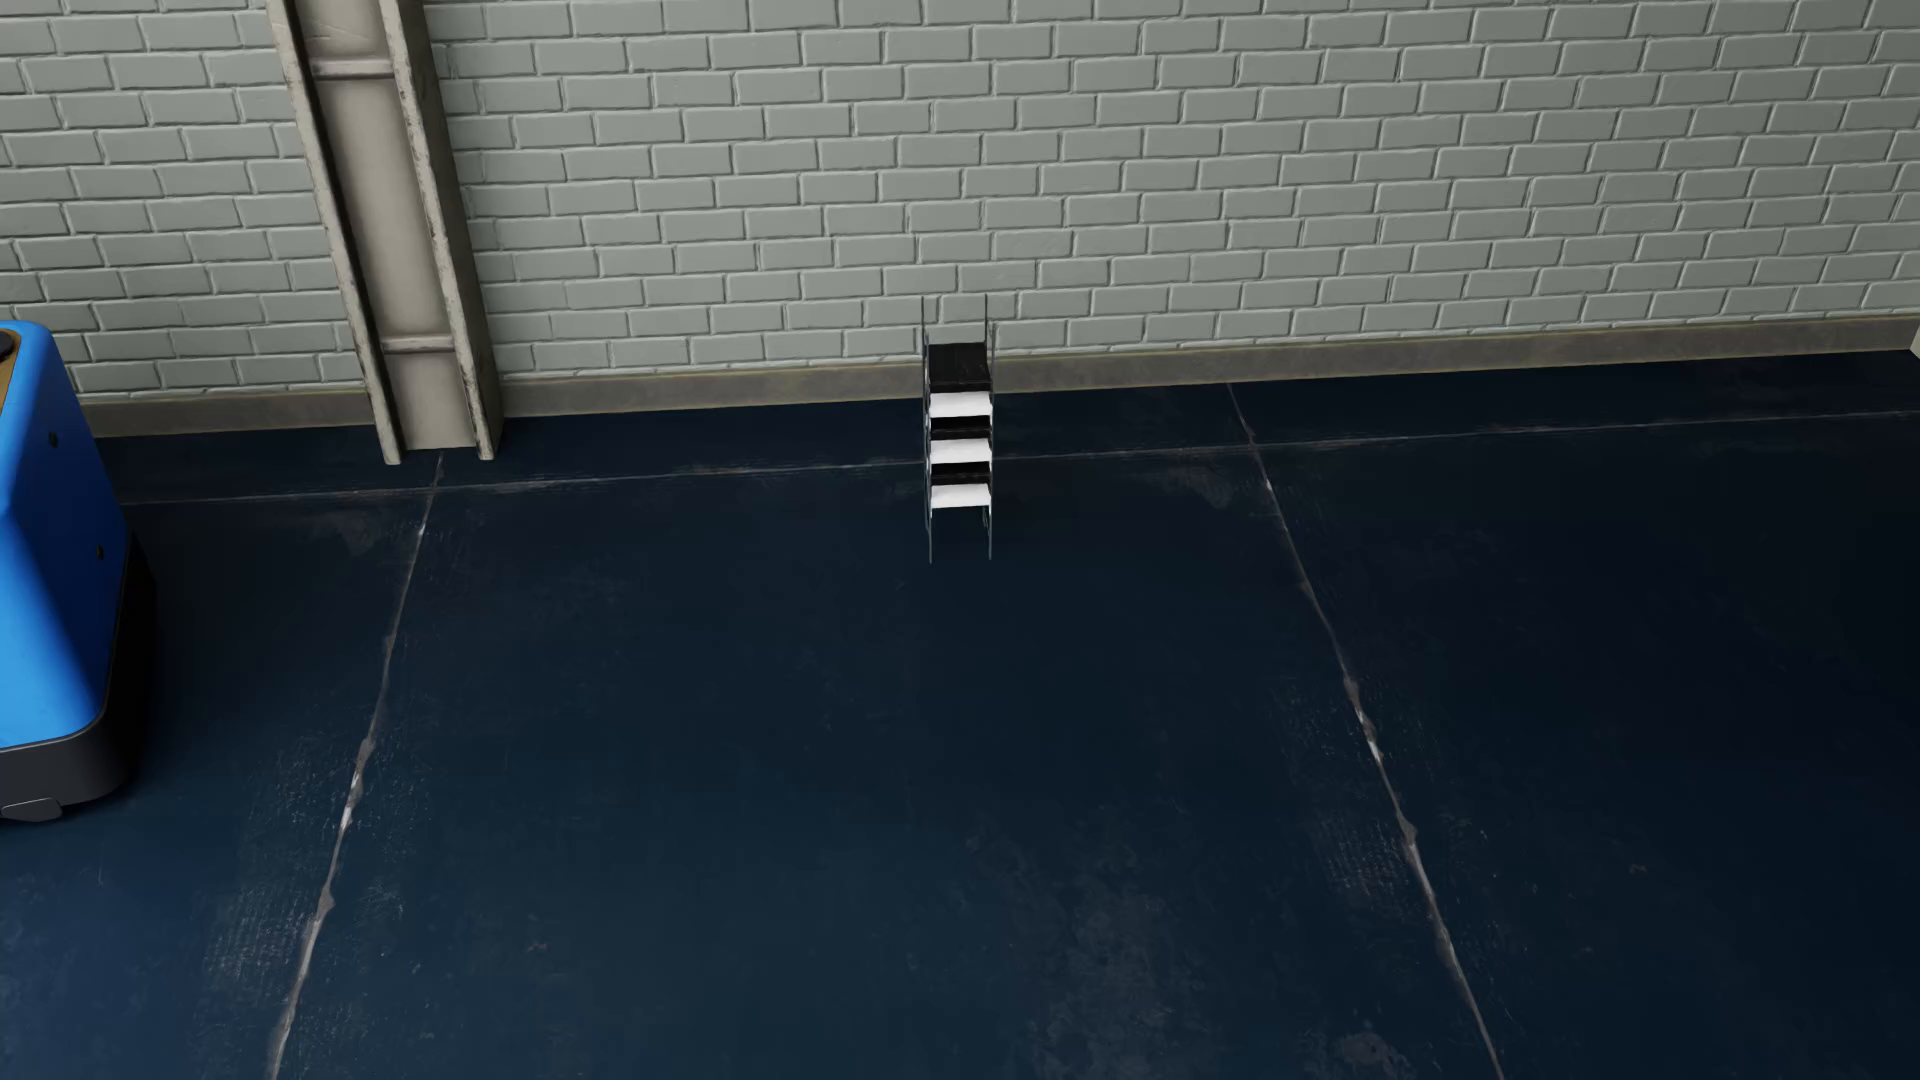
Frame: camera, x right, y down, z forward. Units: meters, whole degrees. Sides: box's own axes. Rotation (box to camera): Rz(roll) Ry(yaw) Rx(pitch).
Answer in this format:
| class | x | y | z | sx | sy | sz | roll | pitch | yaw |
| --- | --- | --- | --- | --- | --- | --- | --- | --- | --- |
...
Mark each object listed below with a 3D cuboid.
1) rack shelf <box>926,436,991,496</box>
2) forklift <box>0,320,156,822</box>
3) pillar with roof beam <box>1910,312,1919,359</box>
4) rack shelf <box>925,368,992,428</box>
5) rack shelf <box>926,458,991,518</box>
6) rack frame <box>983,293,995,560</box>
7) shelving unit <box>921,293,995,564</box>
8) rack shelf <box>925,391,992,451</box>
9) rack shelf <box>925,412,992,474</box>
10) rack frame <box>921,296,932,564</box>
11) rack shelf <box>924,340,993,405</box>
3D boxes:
| class | x | y | z | sx | sy | sz | roll | pitch | yaw |
| --- | --- | --- | --- | --- | --- | --- | --- | --- | --- |
| rack shelf | -0.008 | -0.256 | 5.547 | 0.200 | 0.077 | 0.258 | -3 | 38 | -4 |
| forklift | -3.960 | -0.419 | 3.915 | 3.031 | 2.935 | 1.130 | -10 | 39 | -13 |
| pillar with roof beam | 4.433 | -1.588 | 0.498 | 0.400 | 9.000 | 9.100 | -3 | 38 | -4 |
| rack shelf | -0.008 | -0.468 | 5.380 | 0.200 | 0.077 | 0.258 | -3 | 38 | -4 |
| rack shelf | -0.008 | -0.185 | 5.603 | 0.200 | 0.077 | 0.258 | -3 | 38 | -4 |
| rack frame | 0.093 | -0.358 | 5.478 | 0.006 | 0.900 | 0.240 | -3 | 38 | -4 |
| shelving unit | -0.008 | -0.353 | 5.471 | 0.210 | 0.900 | 0.258 | -3 | 38 | -4 |
| rack shelf | -0.008 | -0.397 | 5.436 | 0.200 | 0.077 | 0.258 | -3 | 38 | -4 |
| rack shelf | -0.008 | -0.327 | 5.491 | 0.200 | 0.077 | 0.258 | -3 | 38 | -4 |
| rack frame | -0.109 | -0.347 | 5.464 | 0.006 | 0.900 | 0.240 | -3 | 38 | -4 |
| rack shelf | -0.008 | -0.539 | 5.324 | 0.200 | 0.077 | 0.258 | -3 | 38 | -4 |
